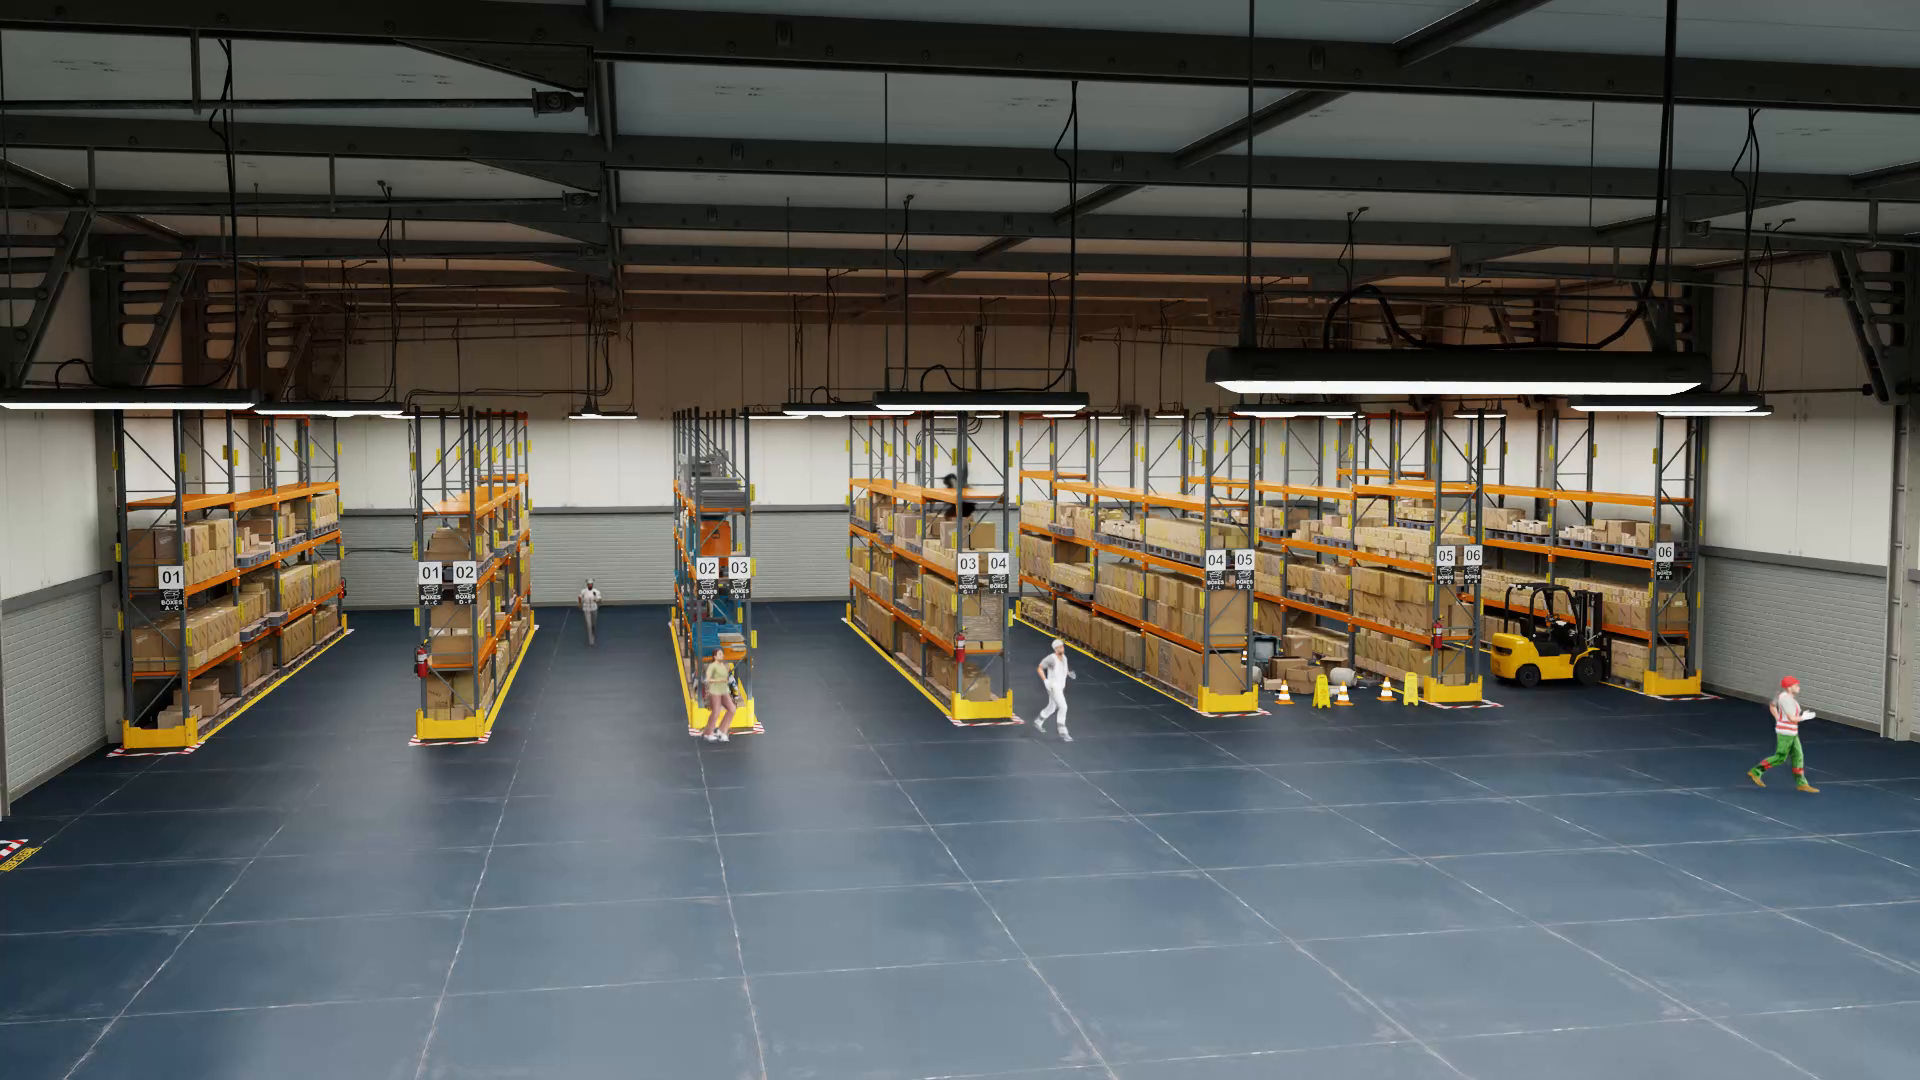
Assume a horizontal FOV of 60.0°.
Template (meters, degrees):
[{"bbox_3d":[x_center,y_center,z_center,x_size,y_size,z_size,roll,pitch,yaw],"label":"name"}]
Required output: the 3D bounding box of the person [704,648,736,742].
[{"bbox_3d":[-4.312,2.781,29.762,0.607,1.707,0.584,2,5,30],"label":"person"}]

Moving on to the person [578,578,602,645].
[{"bbox_3d":[-9.496,1.815,42.743,0.574,1.682,0.917,-1,4,-19],"label":"person"}]

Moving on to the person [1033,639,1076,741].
[{"bbox_3d":[1.703,2.685,30.074,0.899,1.808,0.626,3,5,34],"label":"person"}]

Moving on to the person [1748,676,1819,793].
[{"bbox_3d":[12.700,2.975,25.597,0.999,1.772,0.664,2,5,28],"label":"person"}]
